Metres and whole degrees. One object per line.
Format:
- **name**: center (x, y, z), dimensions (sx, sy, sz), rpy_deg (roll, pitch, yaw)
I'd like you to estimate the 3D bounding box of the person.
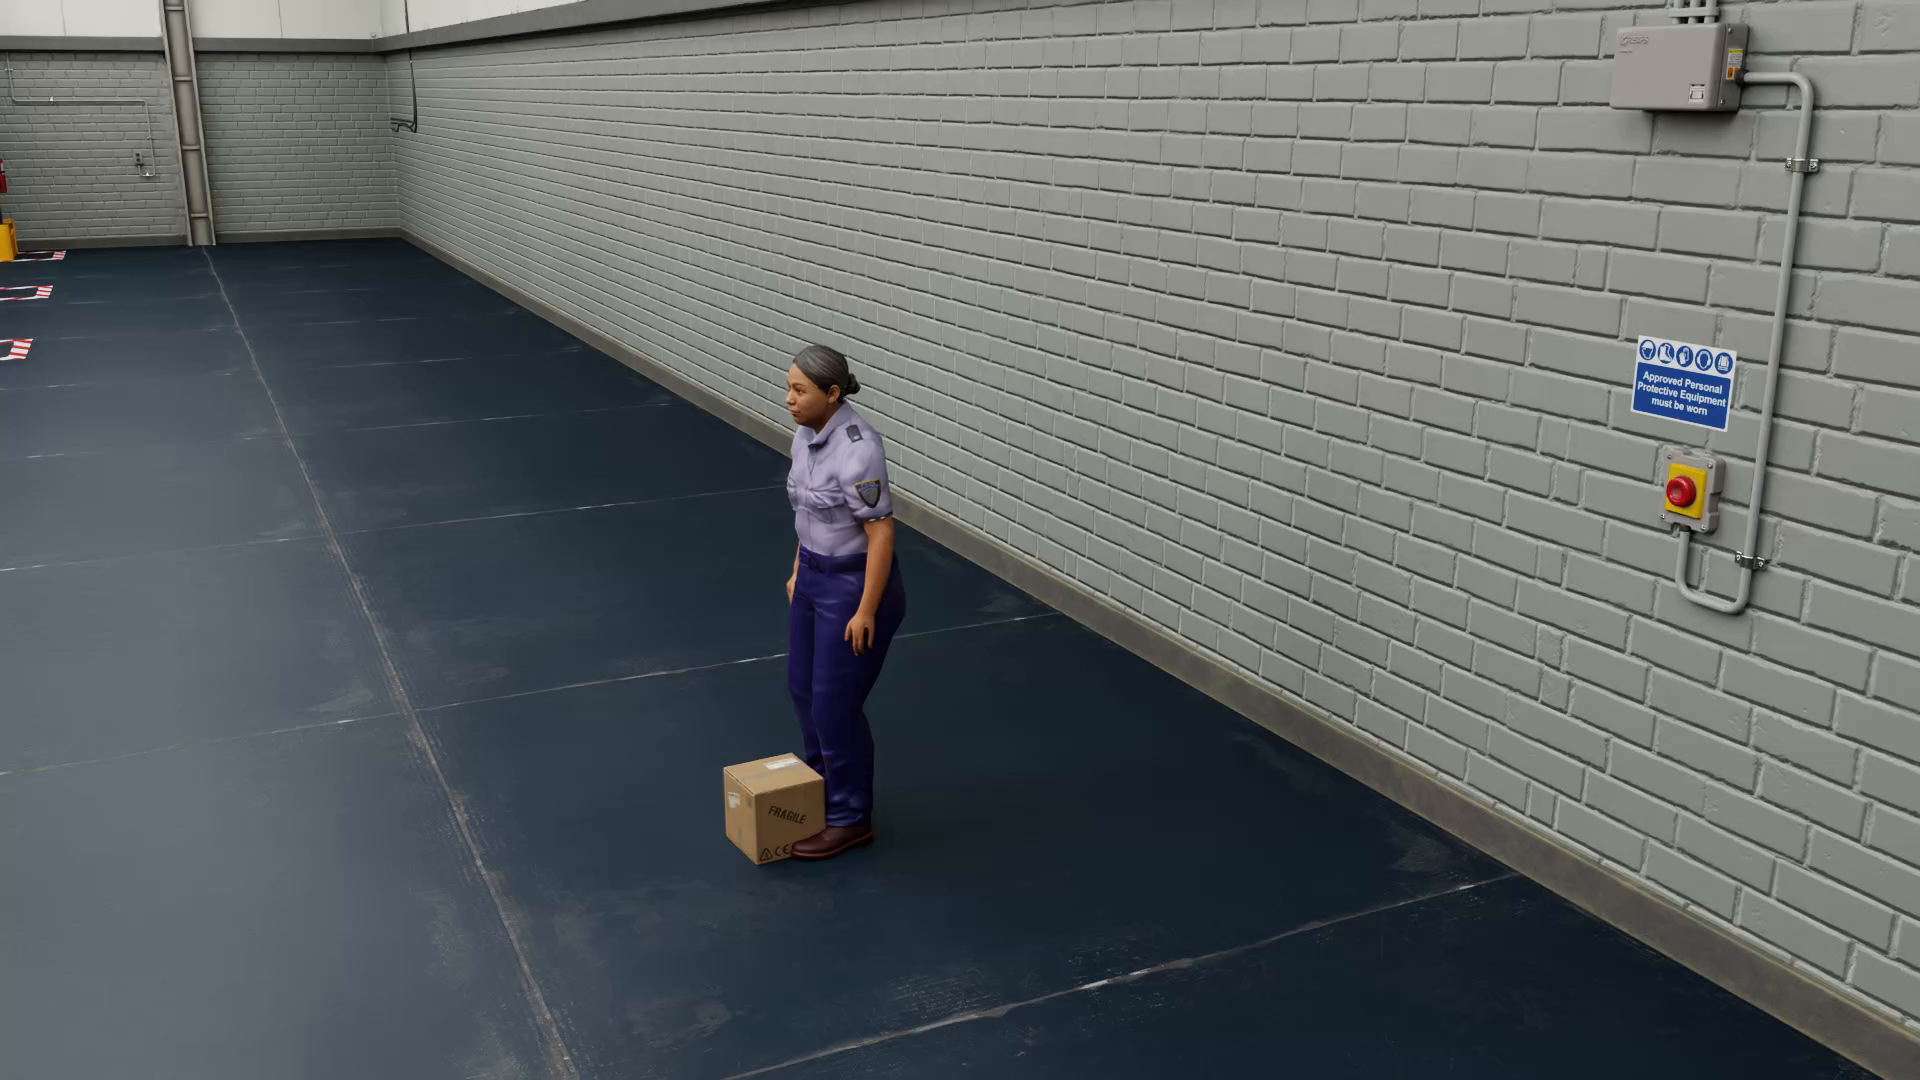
- **person**: center (-0.420, 0.183, 5.369), dimensions (0.423, 1.652, 0.564), rpy_deg (-8, 17, -28)
